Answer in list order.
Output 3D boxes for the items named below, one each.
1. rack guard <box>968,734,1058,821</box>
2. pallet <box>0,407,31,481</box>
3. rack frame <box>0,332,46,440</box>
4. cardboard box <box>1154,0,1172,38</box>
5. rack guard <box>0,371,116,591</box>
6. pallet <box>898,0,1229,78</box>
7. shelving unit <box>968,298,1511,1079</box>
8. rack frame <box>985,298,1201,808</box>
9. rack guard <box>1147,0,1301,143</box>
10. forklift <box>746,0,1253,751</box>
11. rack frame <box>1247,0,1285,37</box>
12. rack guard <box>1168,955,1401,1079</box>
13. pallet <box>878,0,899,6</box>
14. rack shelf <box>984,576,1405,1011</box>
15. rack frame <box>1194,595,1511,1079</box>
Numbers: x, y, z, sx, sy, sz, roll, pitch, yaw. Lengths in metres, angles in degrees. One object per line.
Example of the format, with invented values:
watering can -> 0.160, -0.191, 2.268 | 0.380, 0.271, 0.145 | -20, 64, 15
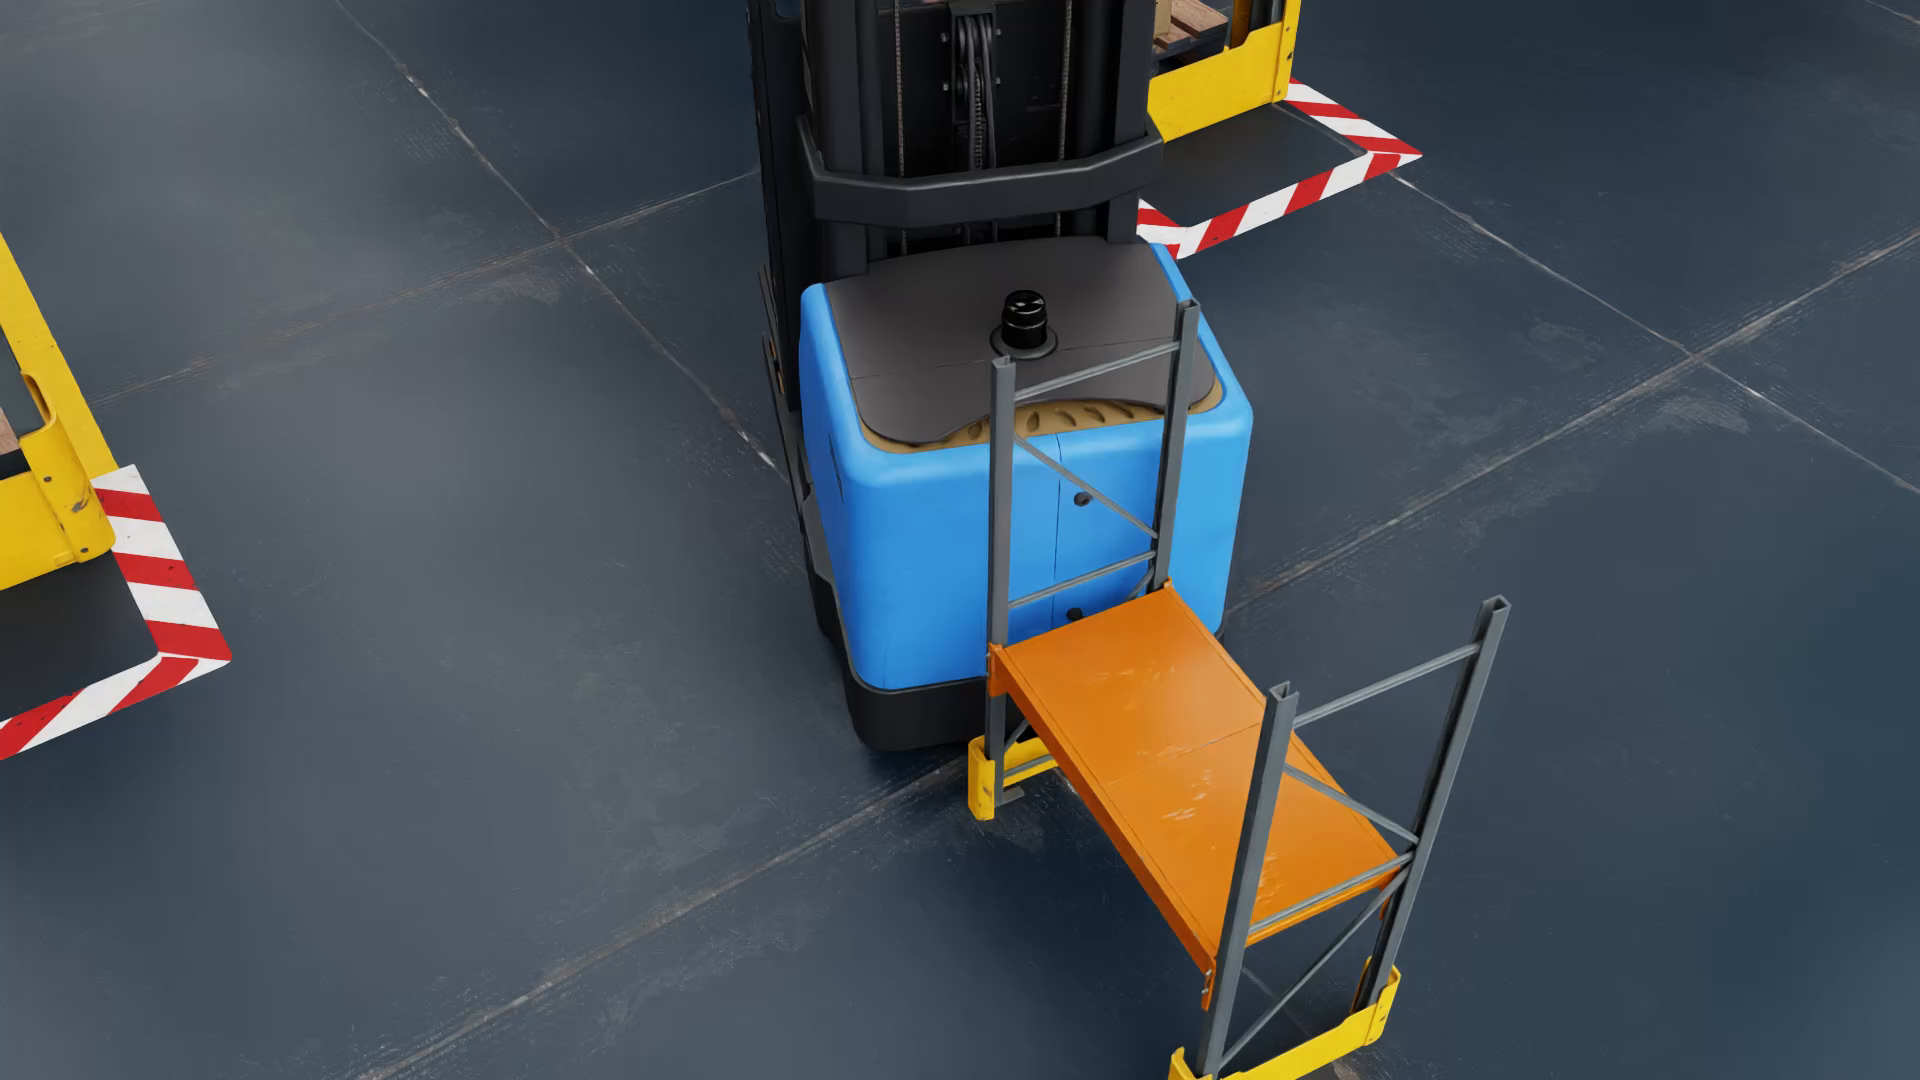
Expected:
rack guard -> 0.295, 0.552, 4.490 | 0.587, 0.250, 0.087 | -19, 47, -19
pallet -> -3.676, -0.382, 5.497 | 1.003, 0.211, 1.213 | -26, 49, -24
rack frame -> -3.134, -0.904, 4.024 | 1.000, 3.000, 0.127 | -26, 49, -24
cardboard box -> 0.585, -2.468, 7.170 | 0.500, 0.500, 0.500 | -17, 46, -17
rack guard -> -3.216, -0.024, 4.913 | 1.175, 0.500, 0.348 | -26, 49, -24
pallet -> 0.450, -2.369, 7.579 | 1.003, 0.211, 1.213 | -26, 49, -24
shelving unit -> 0.519, 0.408, 3.737 | 0.587, 1.500, 1.083 | -19, 47, -19
rack frame -> 0.294, 0.100, 4.059 | 0.500, 1.500, 0.032 | -19, 47, -19
rack guard -> 0.885, -1.999, 6.982 | 1.175, 0.500, 0.348 | -26, 49, -24
forklift -> -0.071, -1.515, 4.714 | 1.130, 2.935, 3.031 | -8, 44, -9
rack frame -> 0.929, -2.860, 6.074 | 1.000, 3.000, 0.127 | -26, 49, -24
rack guard -> 0.743, 1.167, 3.847 | 0.587, 0.250, 0.087 | -19, 47, -19
pallet -> -0.244, -3.059, 8.302 | 1.003, 0.211, 1.213 | -26, 49, -24
rack shelf -> 0.523, 0.543, 3.855 | 0.538, 0.185, 1.000 | -19, 47, -19
rack frame -> 0.752, 0.727, 3.403 | 0.500, 1.500, 0.032 | -19, 47, -19
